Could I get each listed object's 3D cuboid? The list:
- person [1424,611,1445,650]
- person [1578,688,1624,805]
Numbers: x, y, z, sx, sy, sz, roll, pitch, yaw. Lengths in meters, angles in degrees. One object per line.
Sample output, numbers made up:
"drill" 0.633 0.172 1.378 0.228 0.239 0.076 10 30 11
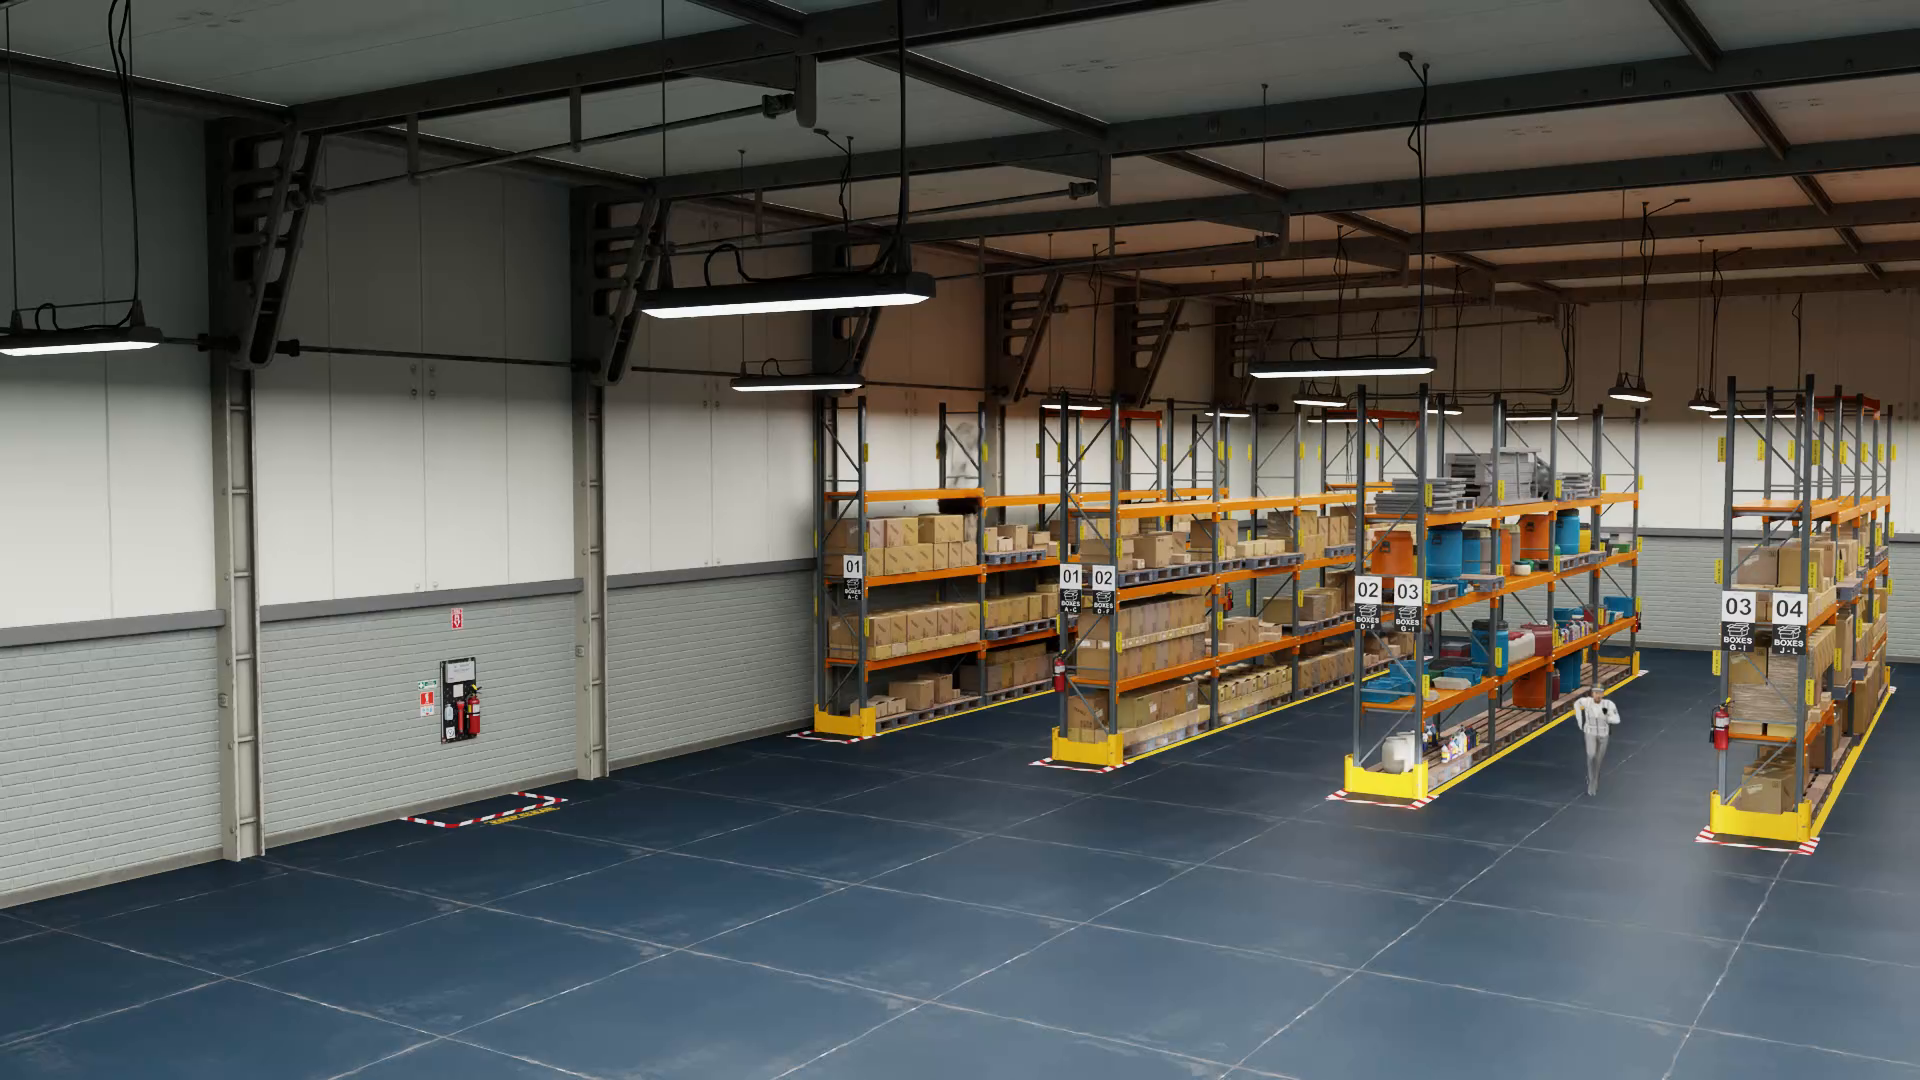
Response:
"person" 11.764 2.009 41.573 0.697 1.695 0.670 -1 3 -22
"person" 9.269 2.938 24.068 0.623 1.681 0.912 1 3 17
